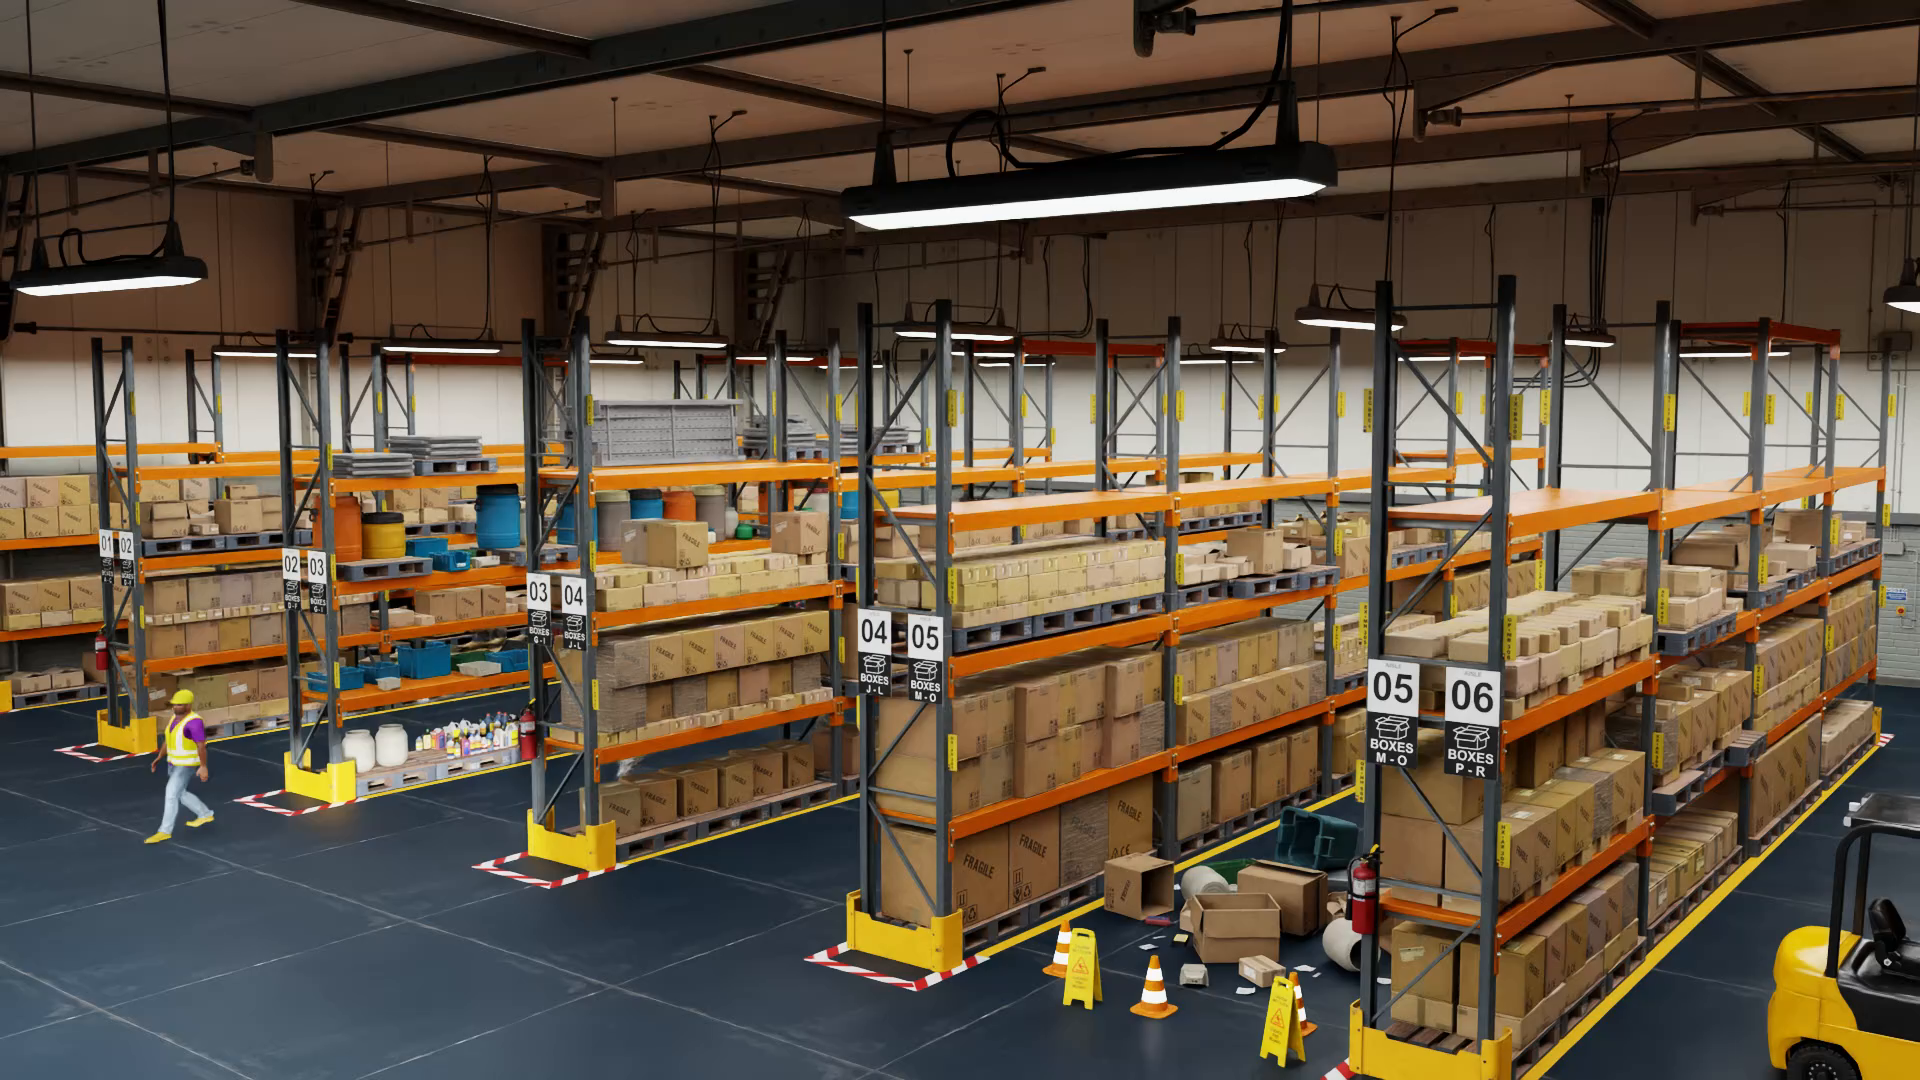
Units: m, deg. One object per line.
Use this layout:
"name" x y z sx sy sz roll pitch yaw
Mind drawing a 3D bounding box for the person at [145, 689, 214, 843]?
"person" -9.121 2.613 19.436 0.665 1.738 0.848 4 6 36

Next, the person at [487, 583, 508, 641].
"person" -8.874 1.607 31.632 0.453 1.576 0.436 5 7 45

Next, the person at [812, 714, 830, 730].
"person" -1.988 2.260 24.238 0.560 1.694 0.608 3 6 35

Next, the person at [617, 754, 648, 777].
"person" -4.365 2.372 21.877 0.492 1.772 0.591 -4 7 -41
